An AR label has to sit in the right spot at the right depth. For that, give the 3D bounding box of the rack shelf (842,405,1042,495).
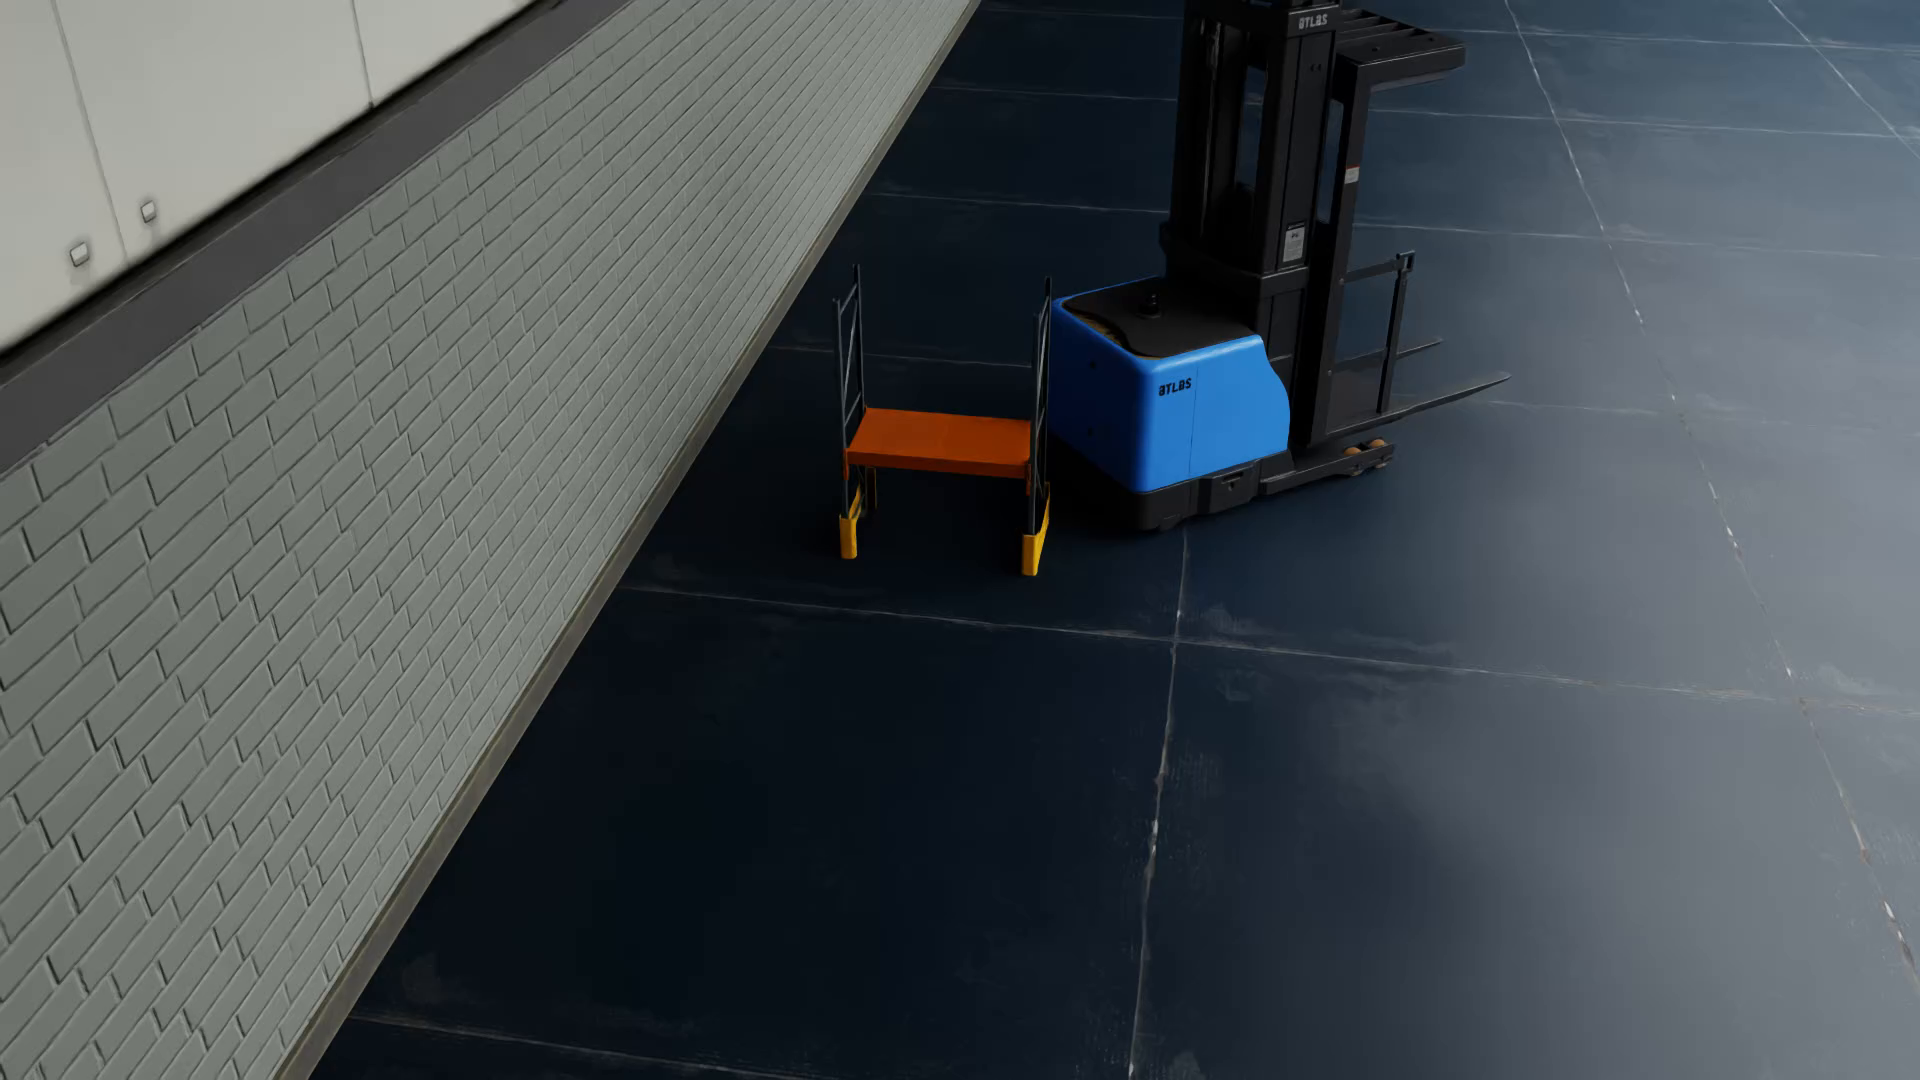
[{"bbox_3d":[-0.084,-0.491,8.960,1.000,0.185,0.538,5,32,8],"label":"rack shelf"}]

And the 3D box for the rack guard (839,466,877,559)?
[{"bbox_3d":[-0.566,-0.157,9.266,0.087,0.250,0.587,5,32,8],"label":"rack guard"}]

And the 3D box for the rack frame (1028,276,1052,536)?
[{"bbox_3d":[0.417,-0.598,8.792,0.032,1.500,0.500,5,32,8],"label":"rack frame"}]

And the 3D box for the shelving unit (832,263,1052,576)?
[{"bbox_3d":[-0.075,-0.643,8.863,1.083,1.500,0.587,5,32,8],"label":"shelving unit"}]

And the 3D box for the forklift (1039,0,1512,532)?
[{"bbox_3d":[2.005,-1.848,9.440,3.031,2.935,1.130,-17,36,-25],"label":"forklift"}]

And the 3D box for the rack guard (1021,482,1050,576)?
[{"bbox_3d":[0.416,-0.068,9.124,0.087,0.250,0.587,5,32,8],"label":"rack guard"}]

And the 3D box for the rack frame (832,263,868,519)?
[{"bbox_3d":[-0.585,-0.689,8.937,0.032,1.500,0.500,5,32,8],"label":"rack frame"}]
